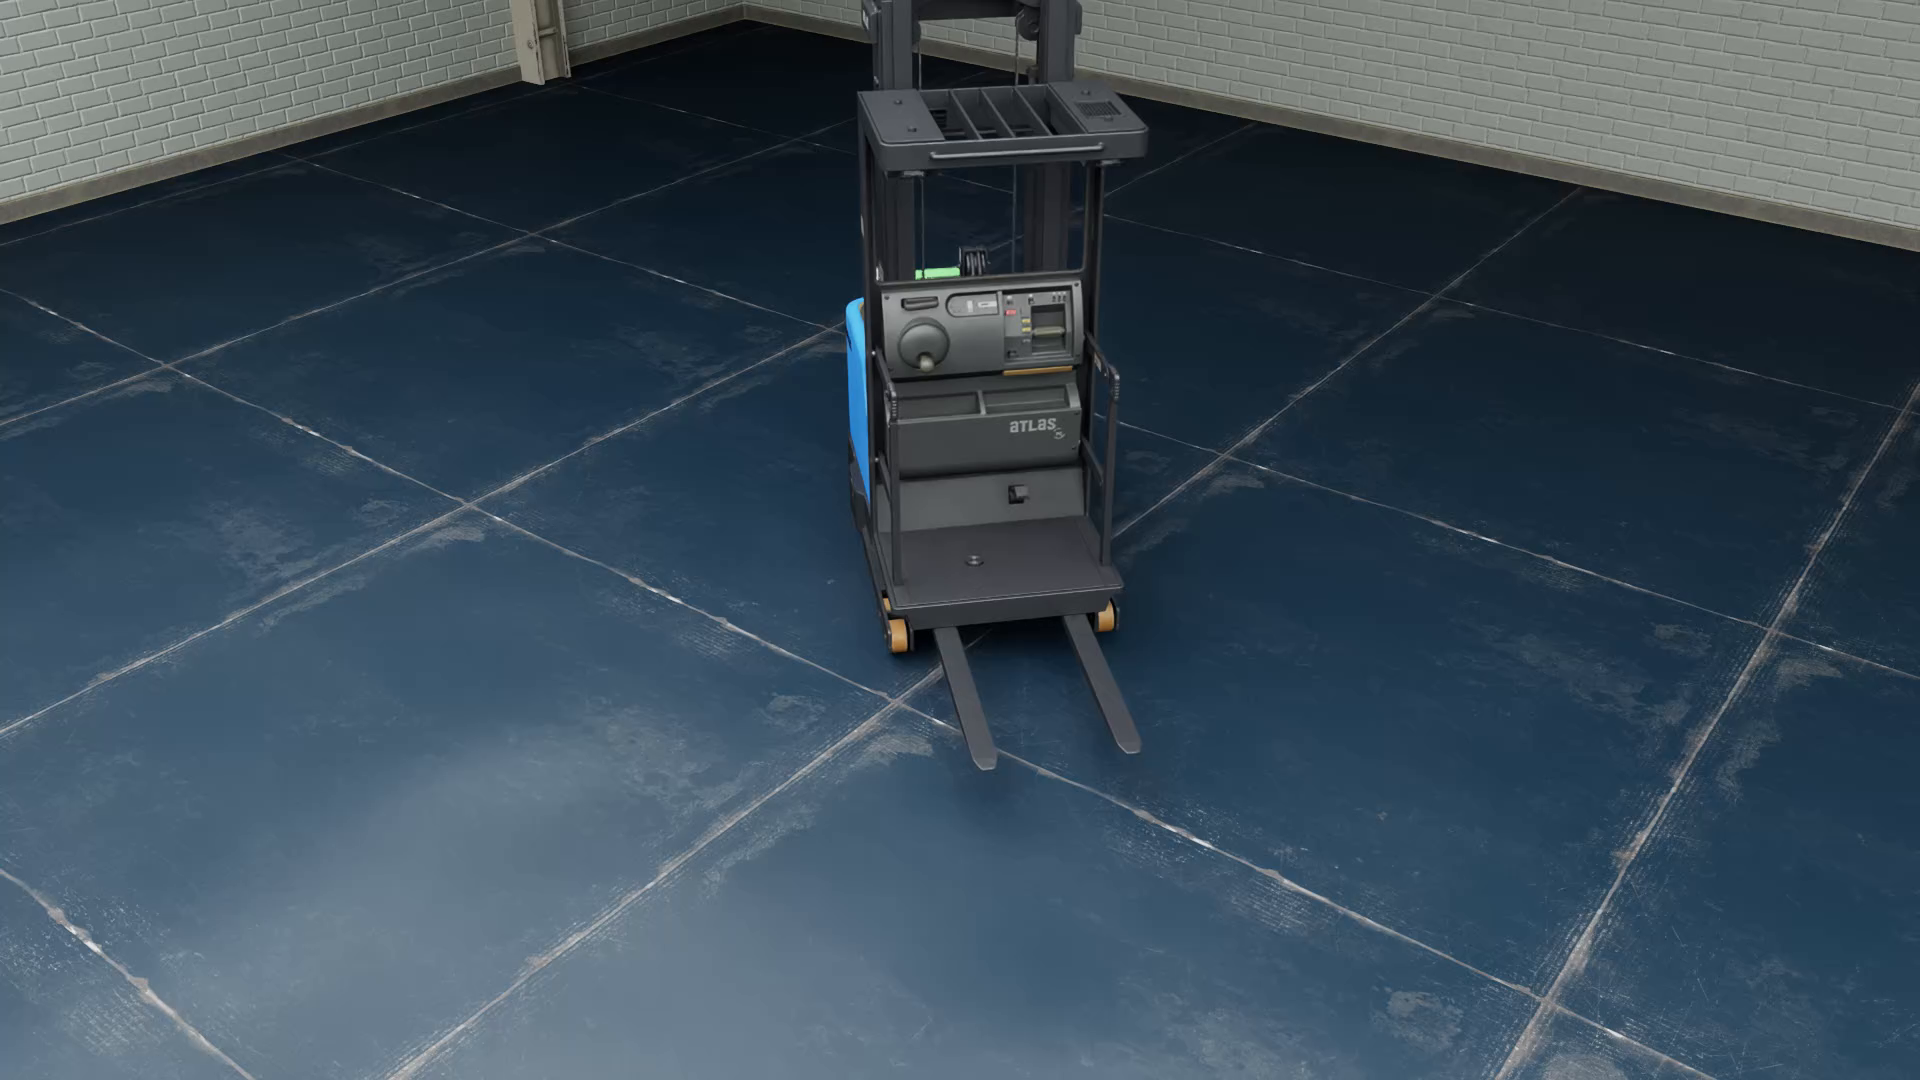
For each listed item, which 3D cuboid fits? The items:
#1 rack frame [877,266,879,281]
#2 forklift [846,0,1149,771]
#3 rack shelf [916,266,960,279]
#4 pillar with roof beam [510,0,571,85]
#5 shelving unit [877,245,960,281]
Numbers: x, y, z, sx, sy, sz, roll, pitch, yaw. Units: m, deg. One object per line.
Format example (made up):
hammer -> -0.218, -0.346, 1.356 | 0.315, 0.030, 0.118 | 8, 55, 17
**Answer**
rack frame -> -0.455, -0.992, 9.243 | 0.015, 1.200, 0.240 | -6, 30, -9
forklift -> 0.147, -0.927, 7.439 | 1.130, 2.935, 3.031 | -5, 31, -9
rack shelf -> -0.217, -1.377, 9.076 | 0.480, 0.148, 0.258 | -6, 30, -9
pillar with roof beam -> -0.668, -7.121, 11.940 | 9.100, 9.000, 0.400 | 21, 37, 31
shelving unit -> -0.216, -1.015, 9.282 | 0.503, 1.200, 0.258 | -6, 30, -9
